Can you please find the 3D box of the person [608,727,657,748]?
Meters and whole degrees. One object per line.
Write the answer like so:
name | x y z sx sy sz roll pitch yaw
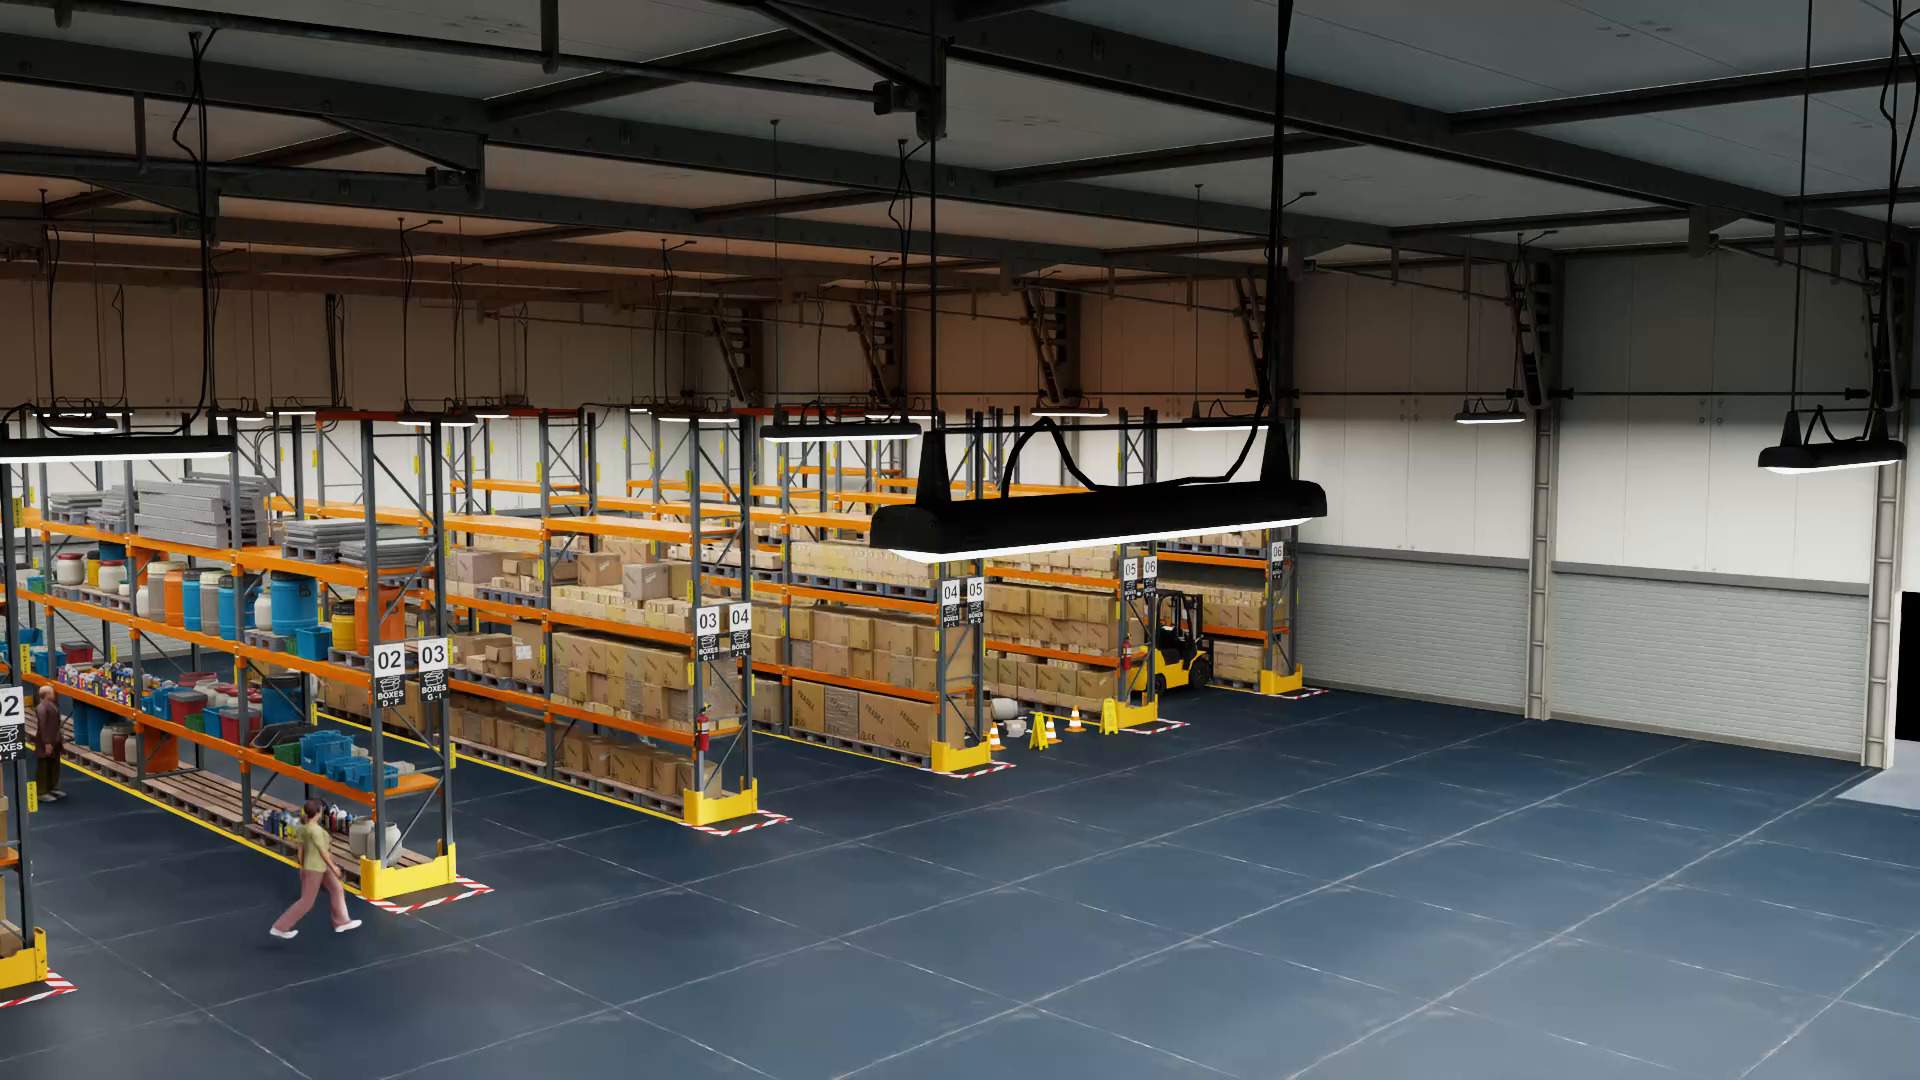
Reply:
person | -5.861 2.857 29.481 1.002 1.727 0.492 4 6 36

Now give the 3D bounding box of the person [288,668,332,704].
person | -11.903 2.803 30.274 0.995 1.761 0.747 5 7 44

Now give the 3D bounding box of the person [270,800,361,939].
person | -7.498 3.814 19.303 1.015 1.617 0.435 -2 6 -26

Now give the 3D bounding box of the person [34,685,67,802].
person | -14.194 3.146 25.884 0.414 1.795 0.628 0 5 -3
